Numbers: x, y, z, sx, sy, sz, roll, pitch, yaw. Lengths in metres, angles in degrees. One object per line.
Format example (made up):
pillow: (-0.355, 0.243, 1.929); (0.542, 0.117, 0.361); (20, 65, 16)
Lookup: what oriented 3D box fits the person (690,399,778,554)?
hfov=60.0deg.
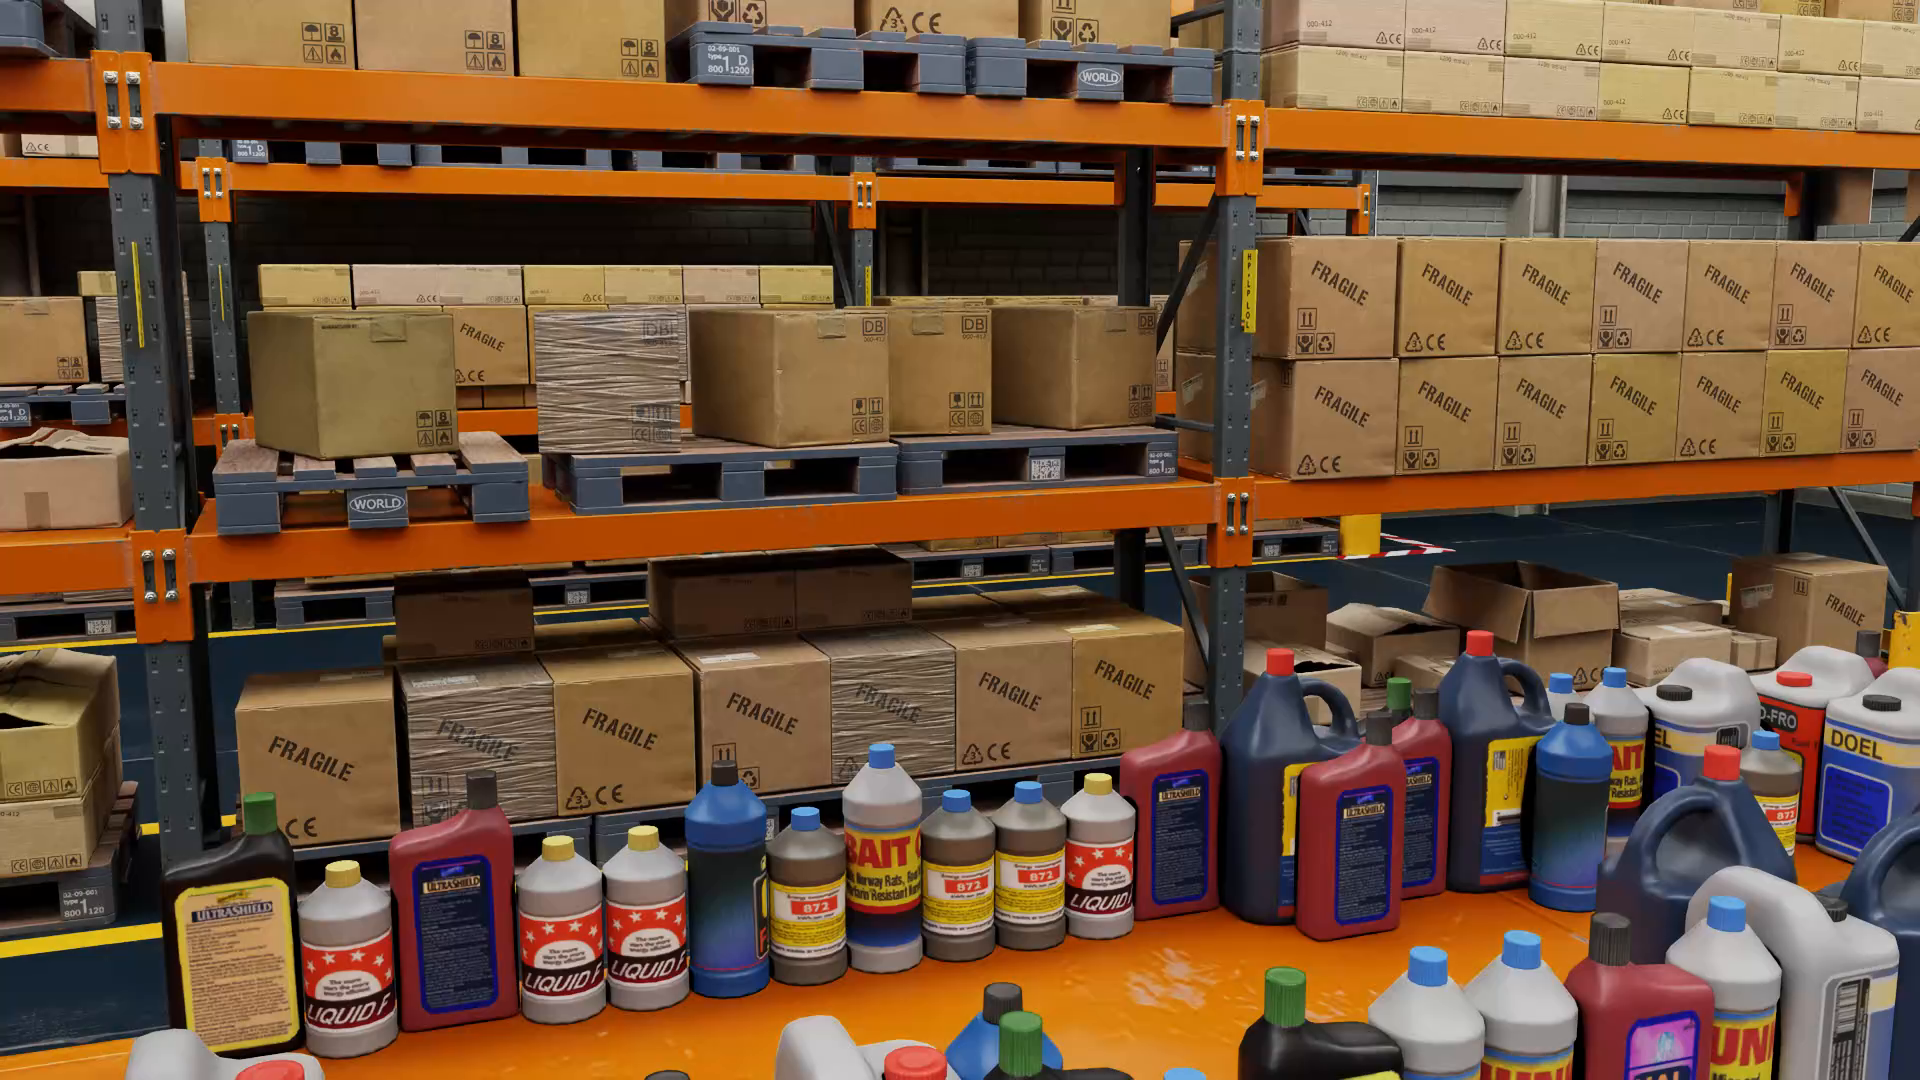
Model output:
person: (-1.147, -0.067, 8.553); (0.466, 1.599, 0.522); (-4, 10, -23)
